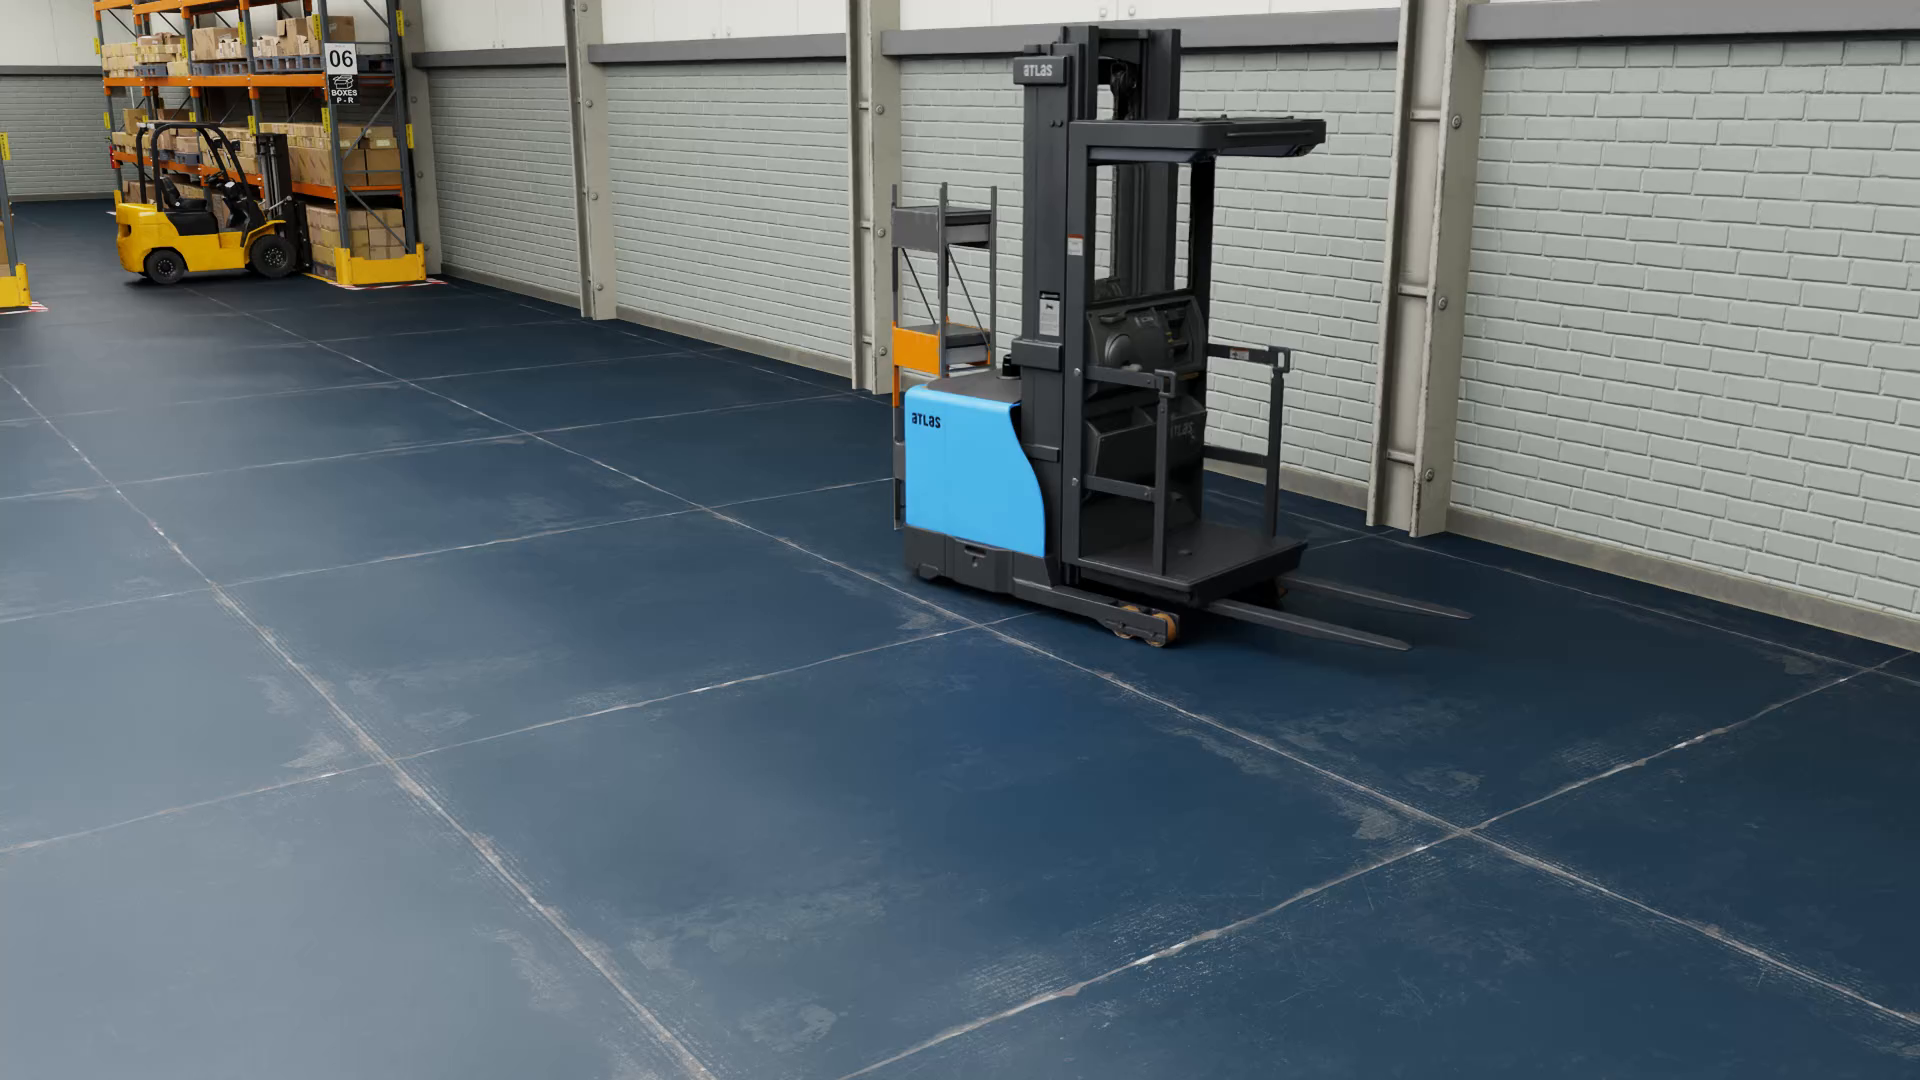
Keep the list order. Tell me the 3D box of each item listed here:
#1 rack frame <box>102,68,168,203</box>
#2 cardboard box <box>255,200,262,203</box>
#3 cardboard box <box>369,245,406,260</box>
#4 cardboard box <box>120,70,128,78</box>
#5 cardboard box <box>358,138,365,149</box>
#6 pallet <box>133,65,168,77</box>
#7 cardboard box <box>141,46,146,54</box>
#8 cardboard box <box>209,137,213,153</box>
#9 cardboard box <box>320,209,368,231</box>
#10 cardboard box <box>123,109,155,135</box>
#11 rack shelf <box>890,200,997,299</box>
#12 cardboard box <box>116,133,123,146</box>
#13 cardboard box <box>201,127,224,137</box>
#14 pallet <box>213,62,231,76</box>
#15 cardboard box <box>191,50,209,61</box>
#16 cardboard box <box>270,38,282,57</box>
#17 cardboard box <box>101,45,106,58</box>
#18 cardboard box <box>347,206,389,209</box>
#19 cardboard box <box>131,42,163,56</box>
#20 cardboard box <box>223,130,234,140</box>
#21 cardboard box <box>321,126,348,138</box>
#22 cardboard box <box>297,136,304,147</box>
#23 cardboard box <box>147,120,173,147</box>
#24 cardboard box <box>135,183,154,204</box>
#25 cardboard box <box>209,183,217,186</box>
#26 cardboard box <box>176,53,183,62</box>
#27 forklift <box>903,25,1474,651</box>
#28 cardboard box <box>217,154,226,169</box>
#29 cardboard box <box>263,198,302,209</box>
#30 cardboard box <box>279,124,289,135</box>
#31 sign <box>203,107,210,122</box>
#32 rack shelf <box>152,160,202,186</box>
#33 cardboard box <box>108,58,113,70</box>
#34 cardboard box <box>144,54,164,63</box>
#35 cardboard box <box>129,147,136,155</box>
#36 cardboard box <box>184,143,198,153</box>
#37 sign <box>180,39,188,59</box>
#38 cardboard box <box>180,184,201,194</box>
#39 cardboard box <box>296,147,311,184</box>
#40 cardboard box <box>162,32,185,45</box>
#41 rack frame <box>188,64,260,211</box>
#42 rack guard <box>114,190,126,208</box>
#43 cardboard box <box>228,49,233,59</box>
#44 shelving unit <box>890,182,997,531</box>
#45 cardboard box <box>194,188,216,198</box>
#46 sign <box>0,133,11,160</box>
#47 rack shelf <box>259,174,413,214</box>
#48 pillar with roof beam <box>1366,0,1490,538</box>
[{"bbox_3d":[-17.526,-8.498,35.443,1.000,3.000,0.127,-11,19,-35],"label":"rack frame"},{"bbox_3d":[-11.236,-5.269,27.349,0.875,0.625,0.625,-11,19,-35],"label":"cardboard box"},{"bbox_3d":[-8.249,-4.093,23.762,0.500,0.250,0.500,-11,19,-34],"label":"cardboard box"},{"bbox_3d":[-16.553,-9.325,33.257,0.380,0.149,0.250,-10,18,-33],"label":"cardboard box"},{"bbox_3d":[-8.304,-5.598,23.429,0.380,0.149,0.250,-11,19,-35],"label":"cardboard box"},{"bbox_3d":[-14.847,-8.850,31.402,1.213,0.211,1.003,-11,19,-35],"label":"pallet"},{"bbox_3d":[-15.024,-9.125,30.980,0.380,0.149,0.250,-11,19,-36],"label":"cardboard box"},{"bbox_3d":[-12.465,-6.719,28.279,0.500,0.250,0.500,-10,18,-33],"label":"cardboard box"},{"bbox_3d":[-8.641,-4.490,23.318,0.500,0.250,0.500,-10,18,-33],"label":"cardboard box"},{"bbox_3d":[-16.595,-8.472,33.648,0.500,0.500,0.500,-10,18,-33],"label":"cardboard box"},{"bbox_3d":[-0.097,-1.710,9.747,0.431,0.518,0.480,-11,19,-35],"label":"rack shelf"},{"bbox_3d":[-17.180,-8.323,34.524,0.500,0.250,0.500,-11,19,-34],"label":"cardboard box"},{"bbox_3d":[-12.873,-7.037,28.687,0.380,0.149,0.250,-10,18,-33],"label":"cardboard box"},{"bbox_3d":[-11.691,-7.776,27.481,1.003,0.211,1.213,-10,18,-32],"label":"pallet"},{"bbox_3d":[-12.863,-8.253,28.323,0.380,0.166,0.250,-11,19,-35],"label":"cardboard box"},{"bbox_3d":[-9.843,-7.204,24.304,0.396,0.266,0.258,-11,19,-36],"label":"cardboard box"},{"bbox_3d":[-17.468,-10.123,34.473,0.500,0.250,0.500,-11,19,-35],"label":"cardboard box"},{"bbox_3d":[-8.544,-4.678,24.006,0.500,0.250,0.500,-11,19,-34],"label":"cardboard box"},{"bbox_3d":[-15.665,-9.473,32.098,0.500,0.250,0.500,-11,19,-34],"label":"cardboard box"},{"bbox_3d":[-11.844,-6.648,27.266,0.380,0.149,0.250,-11,19,-36],"label":"cardboard box"},{"bbox_3d":[-8.669,-5.678,23.157,0.380,0.149,0.250,-11,19,-34],"label":"cardboard box"},{"bbox_3d":[-9.323,-5.743,23.960,0.380,0.149,0.250,-11,19,-34],"label":"cardboard box"},{"bbox_3d":[-15.070,-7.757,31.749,0.700,0.500,0.500,-10,18,-33],"label":"cardboard box"},{"bbox_3d":[-16.542,-7.033,34.028,0.500,0.500,0.500,-10,18,-34],"label":"cardboard box"},{"bbox_3d":[-14.125,-6.696,31.570,0.380,0.149,0.250,-10,18,-33],"label":"cardboard box"},{"bbox_3d":[-13.677,-8.560,29.515,0.380,0.149,0.250,-11,19,-35],"label":"cardboard box"},{"bbox_3d":[1.110,-1.042,8.331,3.031,2.935,1.130,14,20,41],"label":"forklift"},{"bbox_3d":[-12.158,-6.368,27.943,0.500,0.250,0.500,-12,19,-36],"label":"cardboard box"},{"bbox_3d":[-10.439,-5.142,25.701,0.500,0.250,0.500,-11,19,-35],"label":"cardboard box"},{"bbox_3d":[-9.896,-6.109,24.733,0.380,0.149,0.250,-11,19,-35],"label":"cardboard box"},{"bbox_3d":[-14.727,-8.289,32.487,0.100,0.325,0.005,-11,19,-35],"label":"sign"},{"bbox_3d":[-13.998,-6.870,30.857,1.077,0.370,4.000,-11,19,-35],"label":"rack shelf"},{"bbox_3d":[-17.170,-9.773,34.141,0.500,0.250,0.500,-10,18,-33],"label":"cardboard box"},{"bbox_3d":[-14.888,-8.928,30.823,0.380,0.149,0.250,-11,19,-34],"label":"cardboard box"},{"bbox_3d":[-16.666,-7.928,33.837,0.380,0.149,0.250,-10,18,-33],"label":"cardboard box"},{"bbox_3d":[-13.519,-6.952,29.474,0.380,0.149,0.250,-10,18,-34],"label":"cardboard box"},{"bbox_3d":[-13.262,-8.402,28.431,0.100,0.325,0.005,-11,19,-35],"label":"sign"},{"bbox_3d":[-14.360,-6.567,31.097,0.380,0.149,0.250,-10,18,-33],"label":"cardboard box"},{"bbox_3d":[-9.219,-5.416,23.991,0.500,0.500,0.500,-11,19,-36],"label":"cardboard box"},{"bbox_3d":[-14.938,-9.509,31.597,0.396,0.266,0.258,-11,19,-35],"label":"cardboard box"},{"bbox_3d":[-12.822,-6.790,29.201,1.000,3.000,0.127,-11,19,-35],"label":"rack frame"},{"bbox_3d":[-17.481,-7.276,35.714,1.175,0.500,0.348,-11,19,-35],"label":"rack guard"},{"bbox_3d":[-11.362,-7.700,26.335,0.380,0.149,0.250,-11,19,-35],"label":"cardboard box"},{"bbox_3d":[-0.097,-1.048,9.928,0.431,2.100,0.503,-11,19,-35],"label":"shelving unit"},{"bbox_3d":[-13.503,-6.219,29.827,0.380,0.149,0.250,-12,19,-37],"label":"cardboard box"},{"bbox_3d":[-11.692,-4.812,20.336,0.100,0.325,0.005,-11,19,-35],"label":"sign"},{"bbox_3d":[-9.294,-5.162,24.615,1.077,0.370,4.000,-11,19,-35],"label":"rack shelf"},{"bbox_3d":[-0.697,-3.752,6.738,9.100,9.000,0.400,-11,19,-35],"label":"pillar with roof beam"}]
